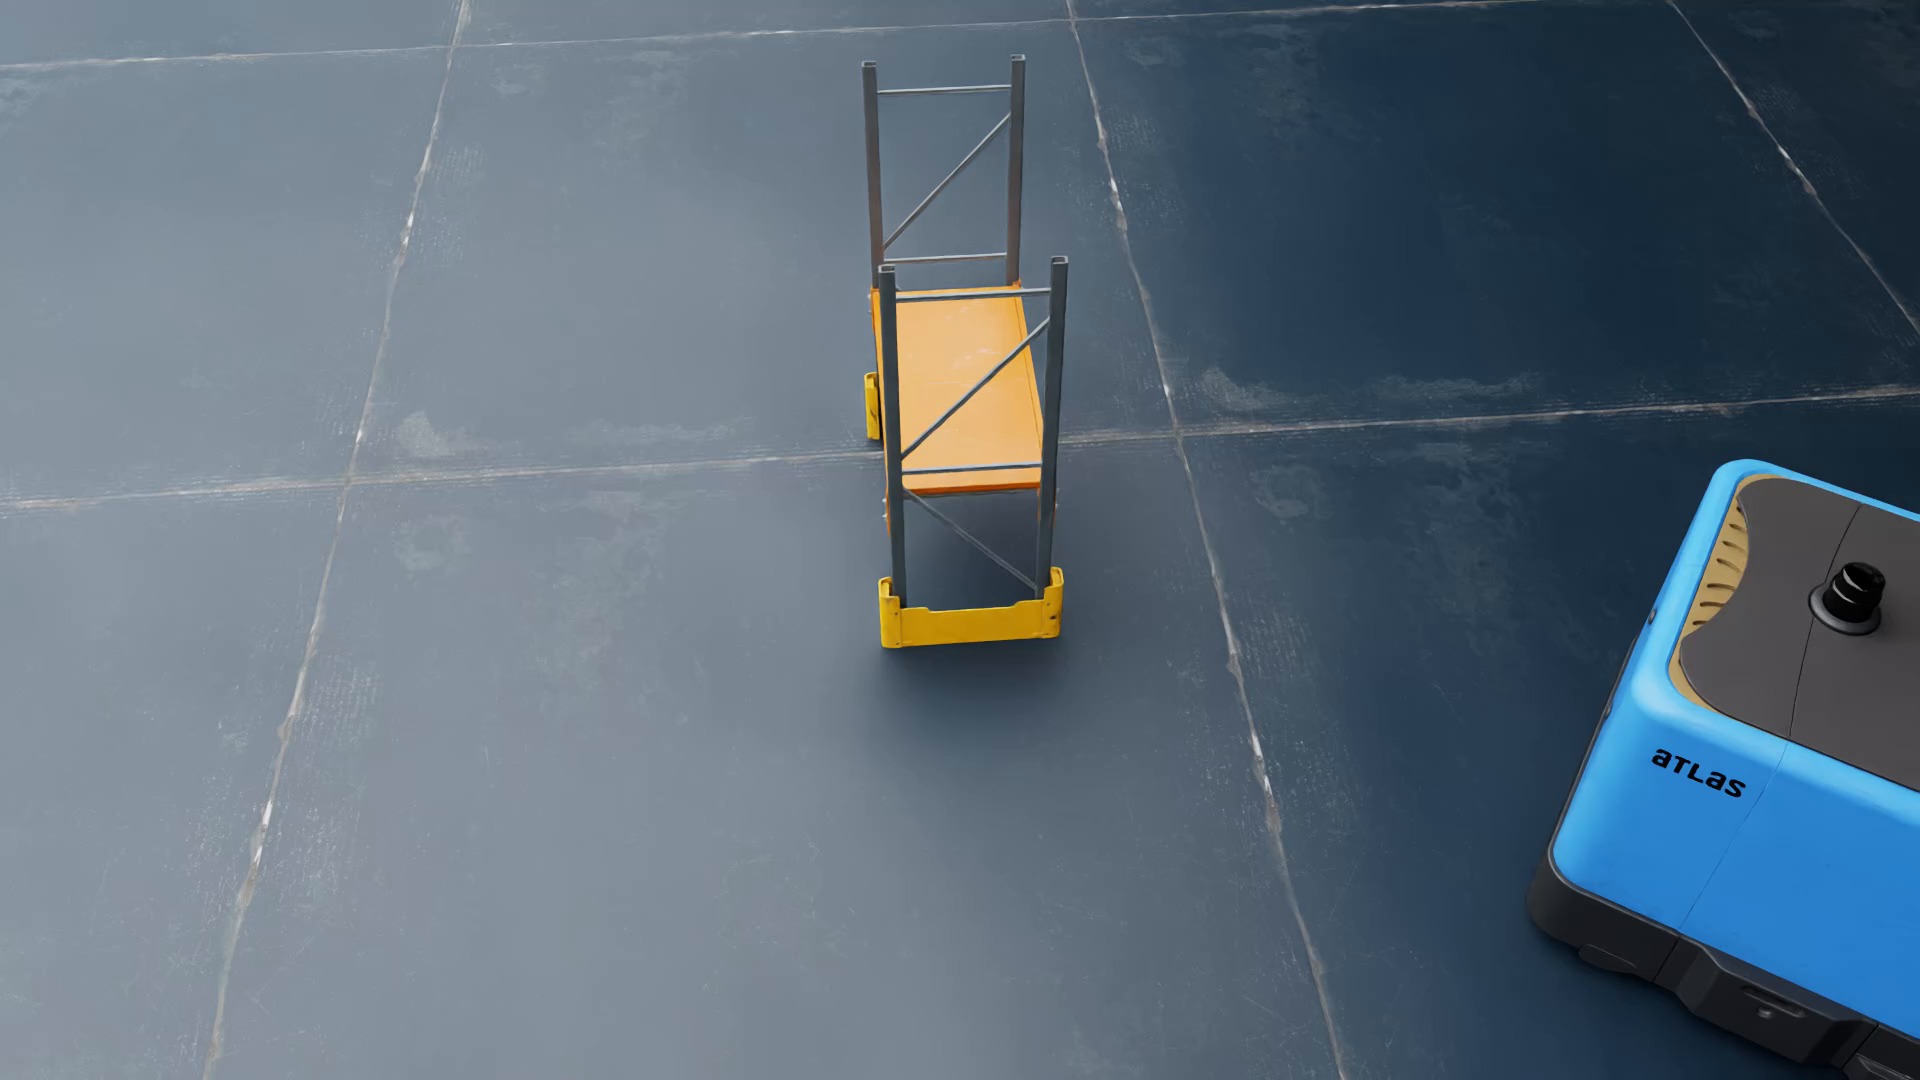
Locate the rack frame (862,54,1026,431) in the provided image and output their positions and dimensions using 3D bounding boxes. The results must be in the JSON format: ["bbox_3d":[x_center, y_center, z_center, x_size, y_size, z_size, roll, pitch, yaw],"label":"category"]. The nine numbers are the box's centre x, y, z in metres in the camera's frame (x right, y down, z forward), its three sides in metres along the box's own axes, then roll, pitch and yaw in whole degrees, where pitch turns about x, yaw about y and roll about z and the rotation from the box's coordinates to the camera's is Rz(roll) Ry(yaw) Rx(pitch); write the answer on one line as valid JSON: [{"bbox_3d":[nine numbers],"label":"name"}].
[{"bbox_3d":[-0.050,-0.945,5.612,0.500,1.500,0.032,-3,47,-3],"label":"rack frame"}]

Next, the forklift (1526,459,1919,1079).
[{"bbox_3d":[3.124,0.335,3.414,3.031,2.935,1.130,23,51,21],"label":"forklift"}]

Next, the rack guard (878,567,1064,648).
[{"bbox_3d":[0.035,0.219,5.370,0.587,0.250,0.087,-3,47,-3],"label":"rack guard"}]

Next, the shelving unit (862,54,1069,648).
[{"bbox_3d":[-0.006,-0.571,5.258,0.587,1.500,1.083,-3,47,-3],"label":"shelving unit"}]

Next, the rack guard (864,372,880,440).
[{"bbox_3d":[-0.048,-0.501,6.053,0.587,0.250,0.087,-3,47,-3],"label":"rack guard"}]

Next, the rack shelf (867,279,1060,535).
[{"bbox_3d":[-0.007,-0.454,5.395,0.538,0.185,1.000,-3,47,-3],"label":"rack shelf"}]

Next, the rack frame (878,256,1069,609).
[{"bbox_3d":[0.035,-0.210,4.916,0.500,1.500,0.032,-3,47,-3],"label":"rack frame"}]
